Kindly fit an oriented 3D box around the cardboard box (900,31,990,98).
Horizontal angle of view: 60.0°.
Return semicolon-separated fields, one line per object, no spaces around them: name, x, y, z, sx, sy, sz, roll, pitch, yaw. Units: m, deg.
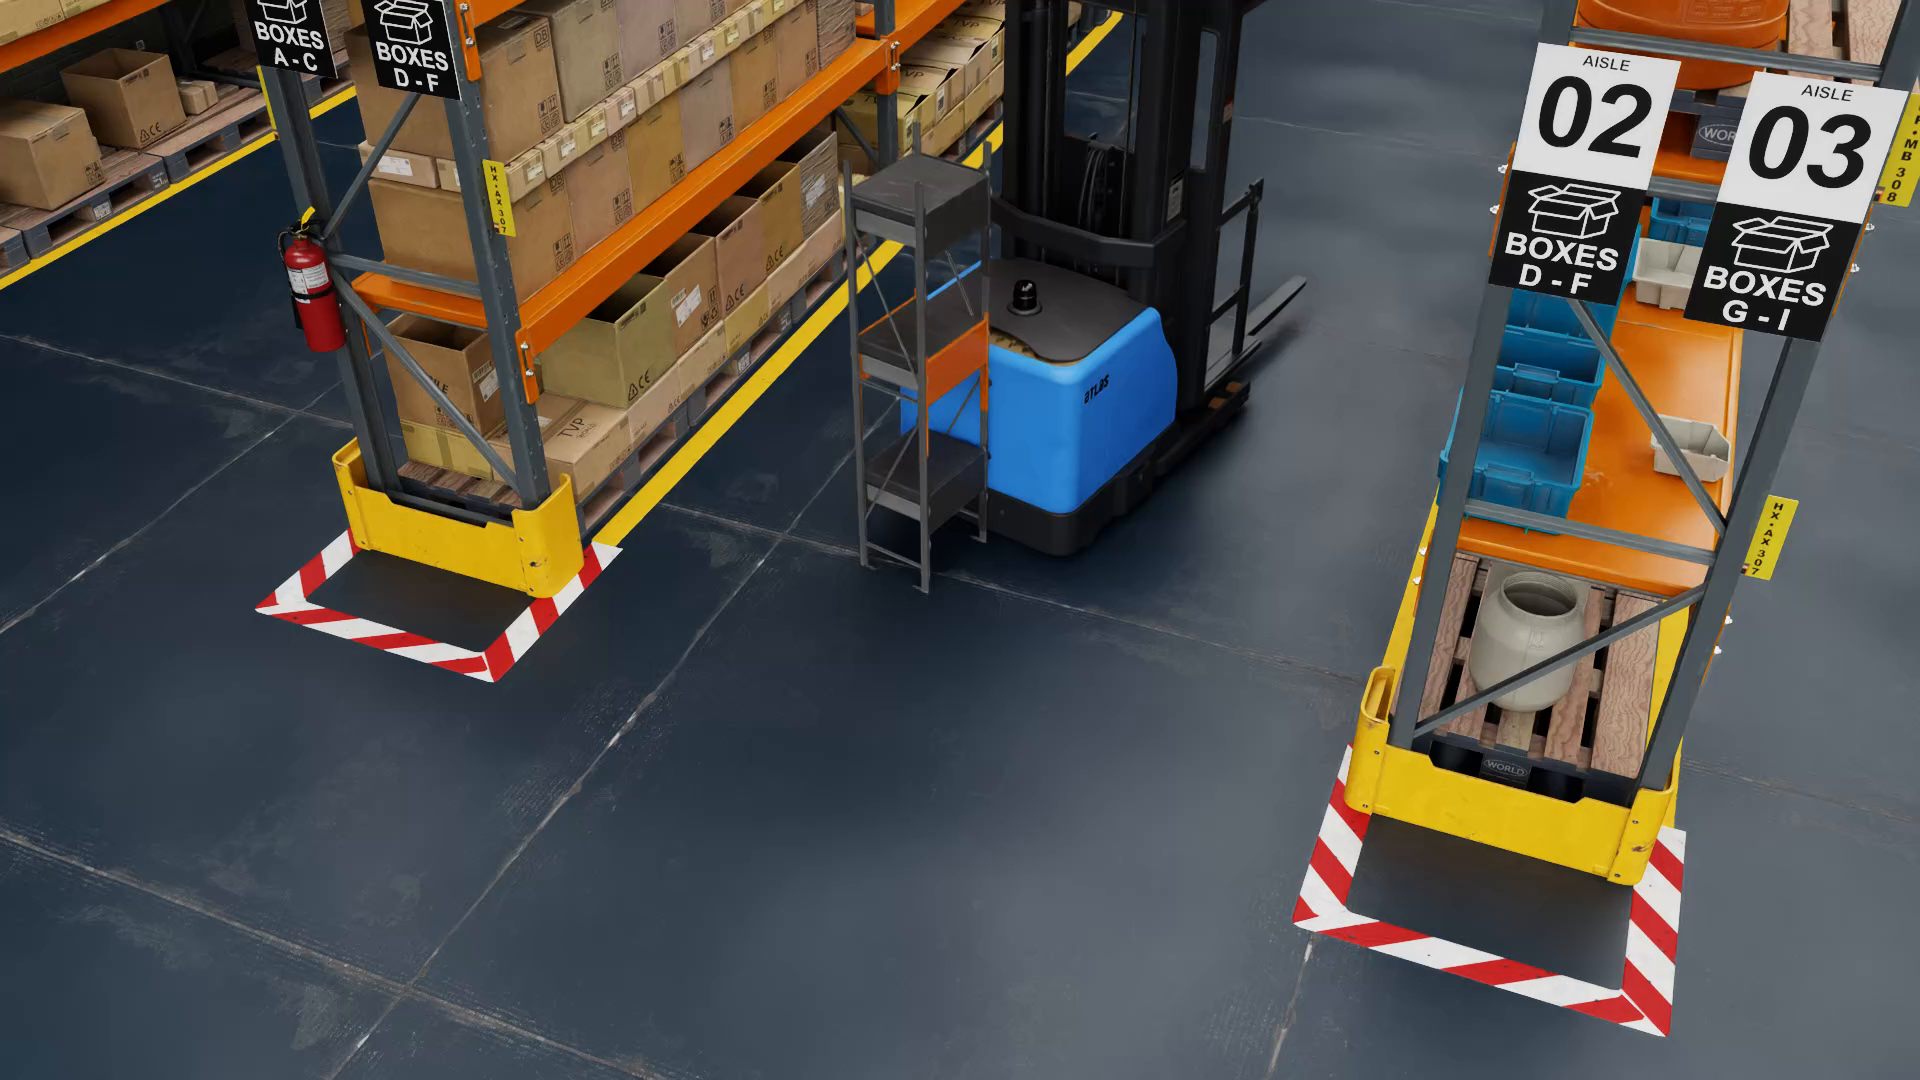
cardboard box;-0.103;-3.395;11.764;0.500;0.311;0.500;13;39;16

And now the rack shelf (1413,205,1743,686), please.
rack shelf;2.937;-0.843;7.473;1.077;0.370;4.000;14;39;18

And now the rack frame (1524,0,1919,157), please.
rack frame;2.176;-2.427;3.980;1.000;3.000;0.127;14;39;18

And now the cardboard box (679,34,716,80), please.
cardboard box;-1.470;-2.473;8.428;0.380;0.149;0.250;14;39;18

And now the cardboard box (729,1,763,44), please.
cardboard box;-1.272;-2.767;8.821;0.380;0.149;0.250;15;39;19

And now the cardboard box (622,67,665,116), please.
cardboard box;-1.664;-2.194;8.055;0.380;0.149;0.250;13;39;16

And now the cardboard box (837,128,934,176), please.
cardboard box;-0.499;-2.603;11.172;0.500;0.250;0.500;13;39;17

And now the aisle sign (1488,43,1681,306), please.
aisle sign;1.874;-1.093;5.035;0.394;0.787;0.004;14;39;18

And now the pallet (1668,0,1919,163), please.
pallet;2.581;-1.585;5.518;1.003;0.211;1.213;14;39;18

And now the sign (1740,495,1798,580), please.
sign;2.683;-0.007;5.523;0.100;0.325;0.005;14;39;18

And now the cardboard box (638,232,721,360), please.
cardboard box;-1.627;-1.325;8.836;0.500;0.500;0.500;14;39;18

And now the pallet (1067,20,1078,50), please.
pallet;0.291;-4.020;13.452;1.003;0.211;1.213;14;39;18

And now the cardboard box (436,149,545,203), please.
cardboard box;-2.055;-1.622;7.290;0.380;0.149;0.250;14;39;17

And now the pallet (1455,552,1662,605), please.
pallet;2.941;-0.081;8.182;1.003;0.211;1.213;14;39;18

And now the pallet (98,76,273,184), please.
pallet;-5.687;-2.998;12.085;1.003;0.211;1.213;14;39;18

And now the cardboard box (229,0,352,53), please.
cardboard box;-5.200;-4.082;12.926;0.700;0.500;0.500;15;39;19

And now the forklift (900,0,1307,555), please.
forklift;0.945;-1.939;8.395;1.130;2.935;3.031;23;42;27

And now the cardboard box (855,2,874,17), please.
cardboard box;-0.735;-3.591;10.675;0.500;0.250;0.500;16;40;21

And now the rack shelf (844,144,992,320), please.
rack shelf;-0.175;-1.324;7.121;0.431;0.518;0.480;23;42;27

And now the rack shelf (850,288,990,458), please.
rack shelf;-0.175;-0.763;7.540;0.431;0.518;0.480;23;42;27

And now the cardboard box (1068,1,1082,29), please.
cardboard box;0.666;-4.303;13.448;0.500;0.250;0.500;15;39;19

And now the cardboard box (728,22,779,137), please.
cardboard box;-1.434;-2.591;9.128;0.700;0.500;0.500;14;39;18

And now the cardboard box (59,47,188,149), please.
cardboard box;-5.822;-3.086;11.594;0.500;0.500;0.500;11;38;14

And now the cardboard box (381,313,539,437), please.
cardboard box;-2.475;-0.886;8.250;0.500;0.500;0.500;14;39;18

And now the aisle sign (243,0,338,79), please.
aisle sign;-2.700;-2.226;6.551;0.394;0.787;0.004;14;39;18

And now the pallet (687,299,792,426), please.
pallet;-1.686;-1.143;9.603;1.003;0.211;1.213;14;39;18

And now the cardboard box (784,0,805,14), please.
cardboard box;-1.079;-3.042;9.189;0.380;0.149;0.250;14;39;18

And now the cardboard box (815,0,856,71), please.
cardboard box;-1.045;-3.162;9.891;0.700;0.500;0.500;13;39;17

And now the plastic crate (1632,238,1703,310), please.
plastic crate;3.314;-1.176;7.538;0.530;0.136;0.437;14;39;18

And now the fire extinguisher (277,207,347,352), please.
fire extinguisher;-2.878;-1.164;7.366;0.296;0.674;0.183;14;39;18

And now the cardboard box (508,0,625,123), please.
cardboard box;-1.999;-2.291;7.643;0.700;0.500;0.500;13;39;17

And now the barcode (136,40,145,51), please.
barcode;-5.892;-3.554;11.953;0.001;0.075;0.075;14;39;18

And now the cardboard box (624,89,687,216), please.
cardboard box;-1.825;-2.015;8.357;0.700;0.500;0.500;14;39;18

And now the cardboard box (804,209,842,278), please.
cardboard box;-1.055;-1.855;10.172;0.500;0.250;0.500;14;39;18

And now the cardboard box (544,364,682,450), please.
cardboard box;-1.807;-0.745;8.687;0.500;0.250;0.500;14;39;18

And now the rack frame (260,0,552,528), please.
rack frame;-2.404;-1.154;7.289;1.000;3.000;0.127;14;39;18

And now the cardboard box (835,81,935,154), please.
cardboard box;-0.494;-2.832;11.011;0.500;0.311;0.500;14;39;18

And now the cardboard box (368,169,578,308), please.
cardboard box;-2.214;-1.450;7.601;0.700;0.500;0.500;14;39;18

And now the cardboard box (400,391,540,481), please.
cardboard box;-2.473;-0.585;8.473;0.500;0.250;0.500;14;39;18

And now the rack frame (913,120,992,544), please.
rack frame;-0.036;-0.894;7.692;0.400;2.100;0.015;23;42;27

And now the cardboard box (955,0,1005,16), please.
cardboard box;0.282;-3.961;12.521;0.500;0.311;0.500;14;39;17

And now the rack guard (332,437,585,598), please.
rack guard;-2.413;-0.140;8.019;1.175;0.500;0.348;14;39;18

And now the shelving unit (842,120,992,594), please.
shelving unit;-0.175;-0.774;7.532;0.431;2.100;0.503;23;42;27

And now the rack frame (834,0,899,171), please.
rack frame;-0.882;-3.369;10.252;1.000;3.000;0.127;14;39;18

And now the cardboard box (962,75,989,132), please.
cardboard box;-0.109;-3.173;11.935;0.500;0.250;0.500;13;39;16

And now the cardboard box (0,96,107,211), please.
cardboard box;-6.097;-2.529;10.848;0.700;0.500;0.500;11;38;15

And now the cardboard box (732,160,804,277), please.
cardboard box;-1.244;-1.878;9.576;0.500;0.500;0.500;14;39;18

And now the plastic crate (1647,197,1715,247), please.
plastic crate;3.528;-1.504;7.881;0.499;0.251;0.616;14;39;18

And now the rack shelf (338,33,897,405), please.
rack shelf;-1.643;-1.973;8.986;1.077;0.370;4.000;14;39;18

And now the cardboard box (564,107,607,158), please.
cardboard box;-1.861;-1.907;7.670;0.380;0.149;0.250;14;39;18

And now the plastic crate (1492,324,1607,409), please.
plastic crate;2.342;-0.668;6.762;0.499;0.251;0.408;14;39;18

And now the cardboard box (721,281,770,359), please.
cardboard box;-1.422;-1.297;9.426;0.500;0.250;0.500;14;39;18

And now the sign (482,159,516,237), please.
sign;-1.893;-1.403;6.832;0.100;0.325;0.005;14;39;18

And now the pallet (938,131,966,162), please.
pallet;-0.637;-2.669;11.644;1.003;0.211;1.213;14;39;18

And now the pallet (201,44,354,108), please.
pallet;-5.169;-3.810;13.171;1.003;0.211;1.213;14;39;18

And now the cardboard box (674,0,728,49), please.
cardboard box;-1.617;-2.848;8.387;0.700;0.500;0.500;14;39;18

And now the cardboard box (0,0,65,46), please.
cardboard box;-5.929;-3.277;10.238;0.500;0.250;0.500;14;39;18

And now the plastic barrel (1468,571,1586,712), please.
plastic barrel;2.355;0.423;6.906;0.421;0.512;0.421;0;37;0
